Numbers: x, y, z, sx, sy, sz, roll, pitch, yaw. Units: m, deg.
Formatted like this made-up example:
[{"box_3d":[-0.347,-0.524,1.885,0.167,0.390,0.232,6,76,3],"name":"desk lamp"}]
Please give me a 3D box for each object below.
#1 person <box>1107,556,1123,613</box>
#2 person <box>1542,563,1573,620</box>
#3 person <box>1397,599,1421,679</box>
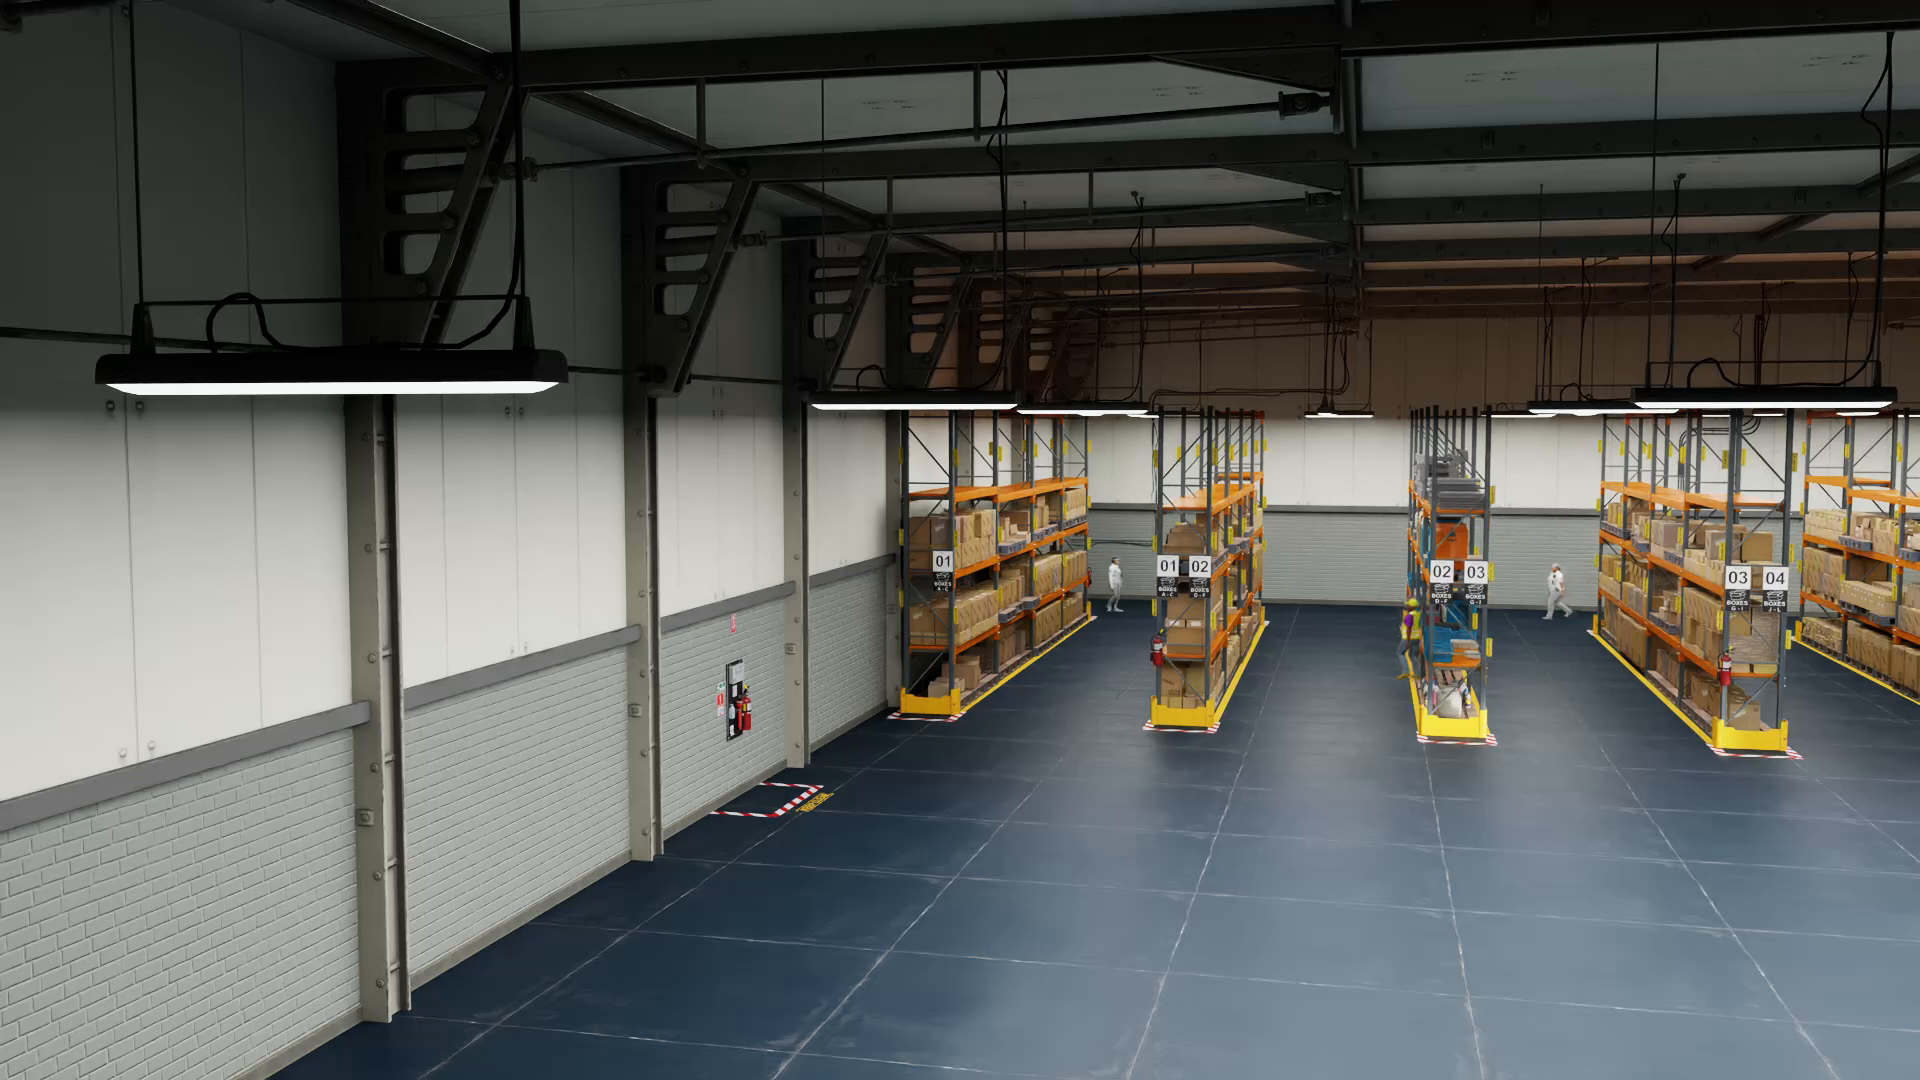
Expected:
[{"box_3d":[4.622,1.324,49.665,0.404,1.691,0.534,3,5,33],"name":"person"},{"box_3d":[17.183,1.475,47.799,0.917,1.617,0.504,0,4,4],"name":"person"},{"box_3d":[9.736,2.137,35.734,0.548,1.748,0.544,-2,4,-22],"name":"person"}]
